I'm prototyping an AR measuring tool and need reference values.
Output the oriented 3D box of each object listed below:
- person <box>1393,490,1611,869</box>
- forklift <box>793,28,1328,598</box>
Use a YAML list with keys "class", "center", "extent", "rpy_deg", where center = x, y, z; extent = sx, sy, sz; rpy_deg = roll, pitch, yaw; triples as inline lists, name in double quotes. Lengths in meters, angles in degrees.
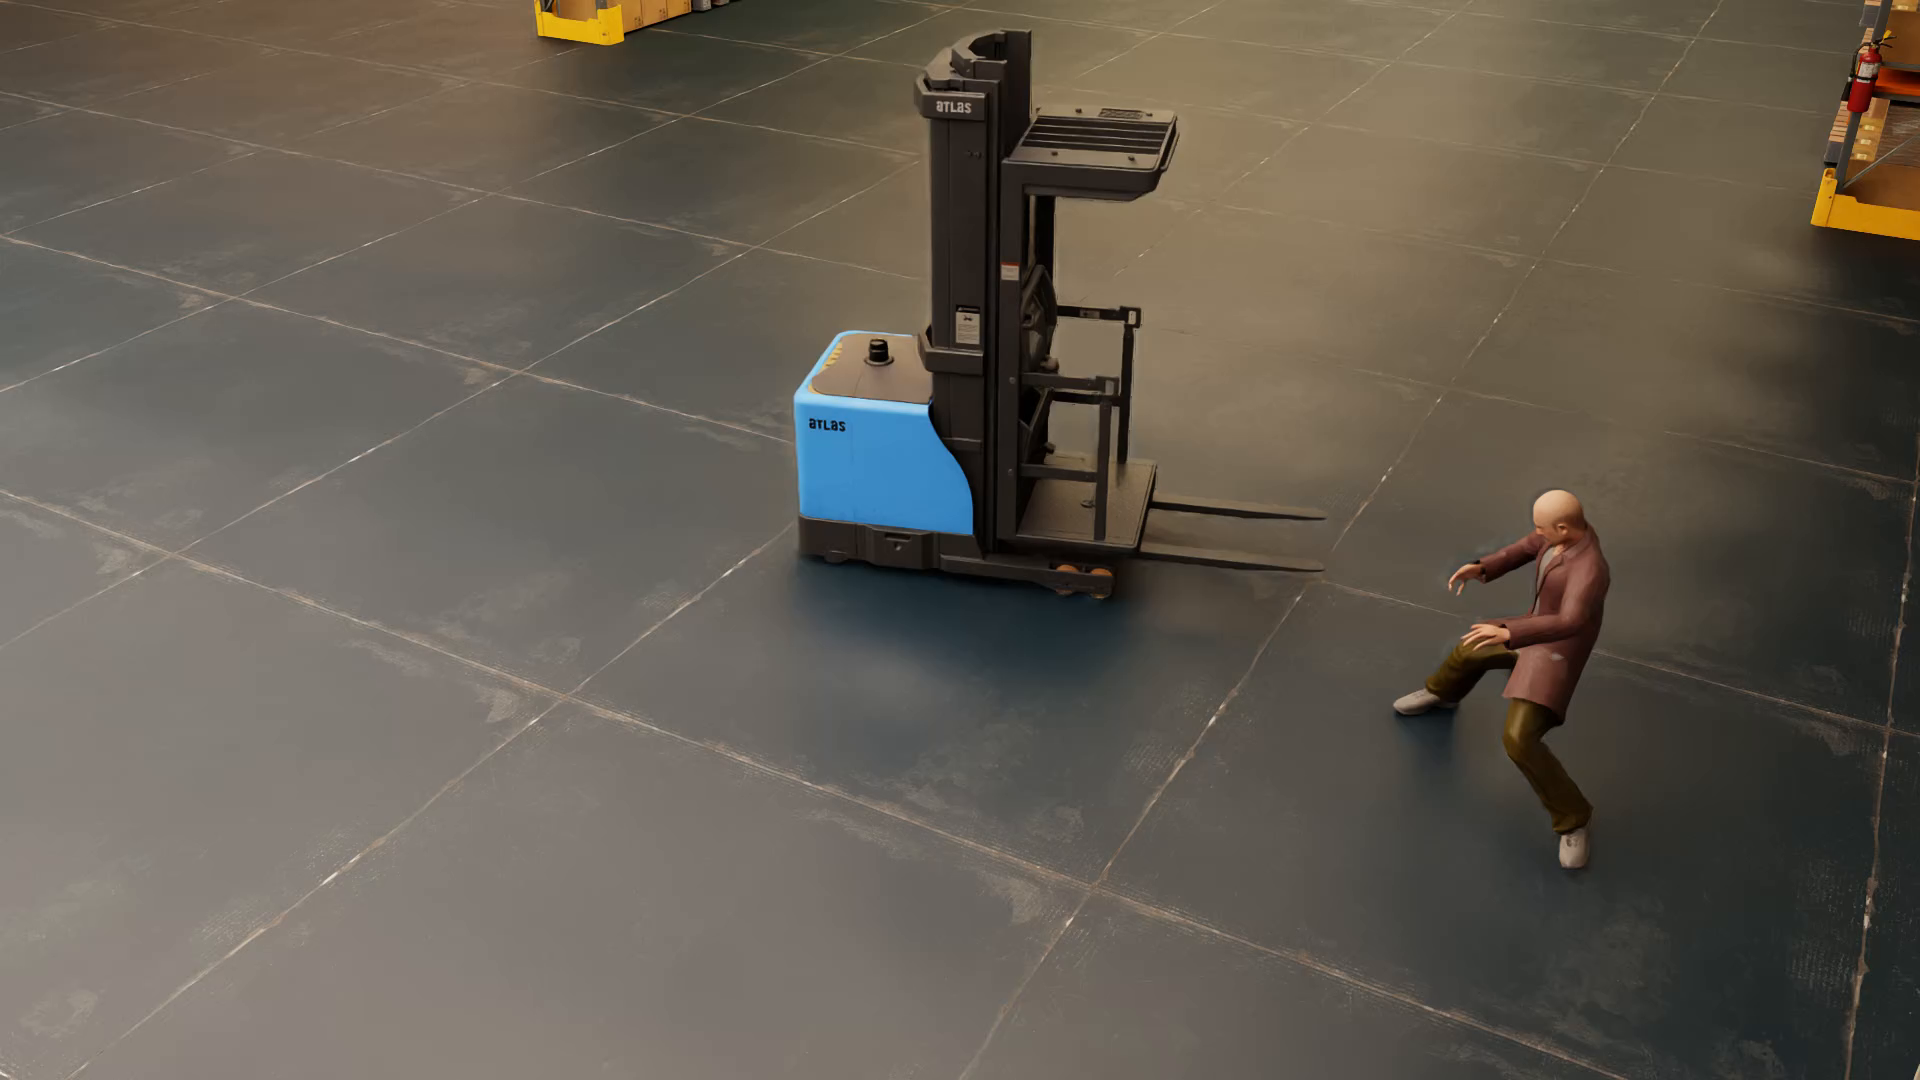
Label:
- class: "person"
  center: [2.537, 0.491, 7.607]
  extent: [0.782, 1.542, 1.363]
  rpy_deg: [3, 30, 5]
- class: "forklift"
  center: [0.623, -1.230, 9.201]
  extent: [3.031, 2.935, 1.130]
  rpy_deg: [6, 31, 10]
